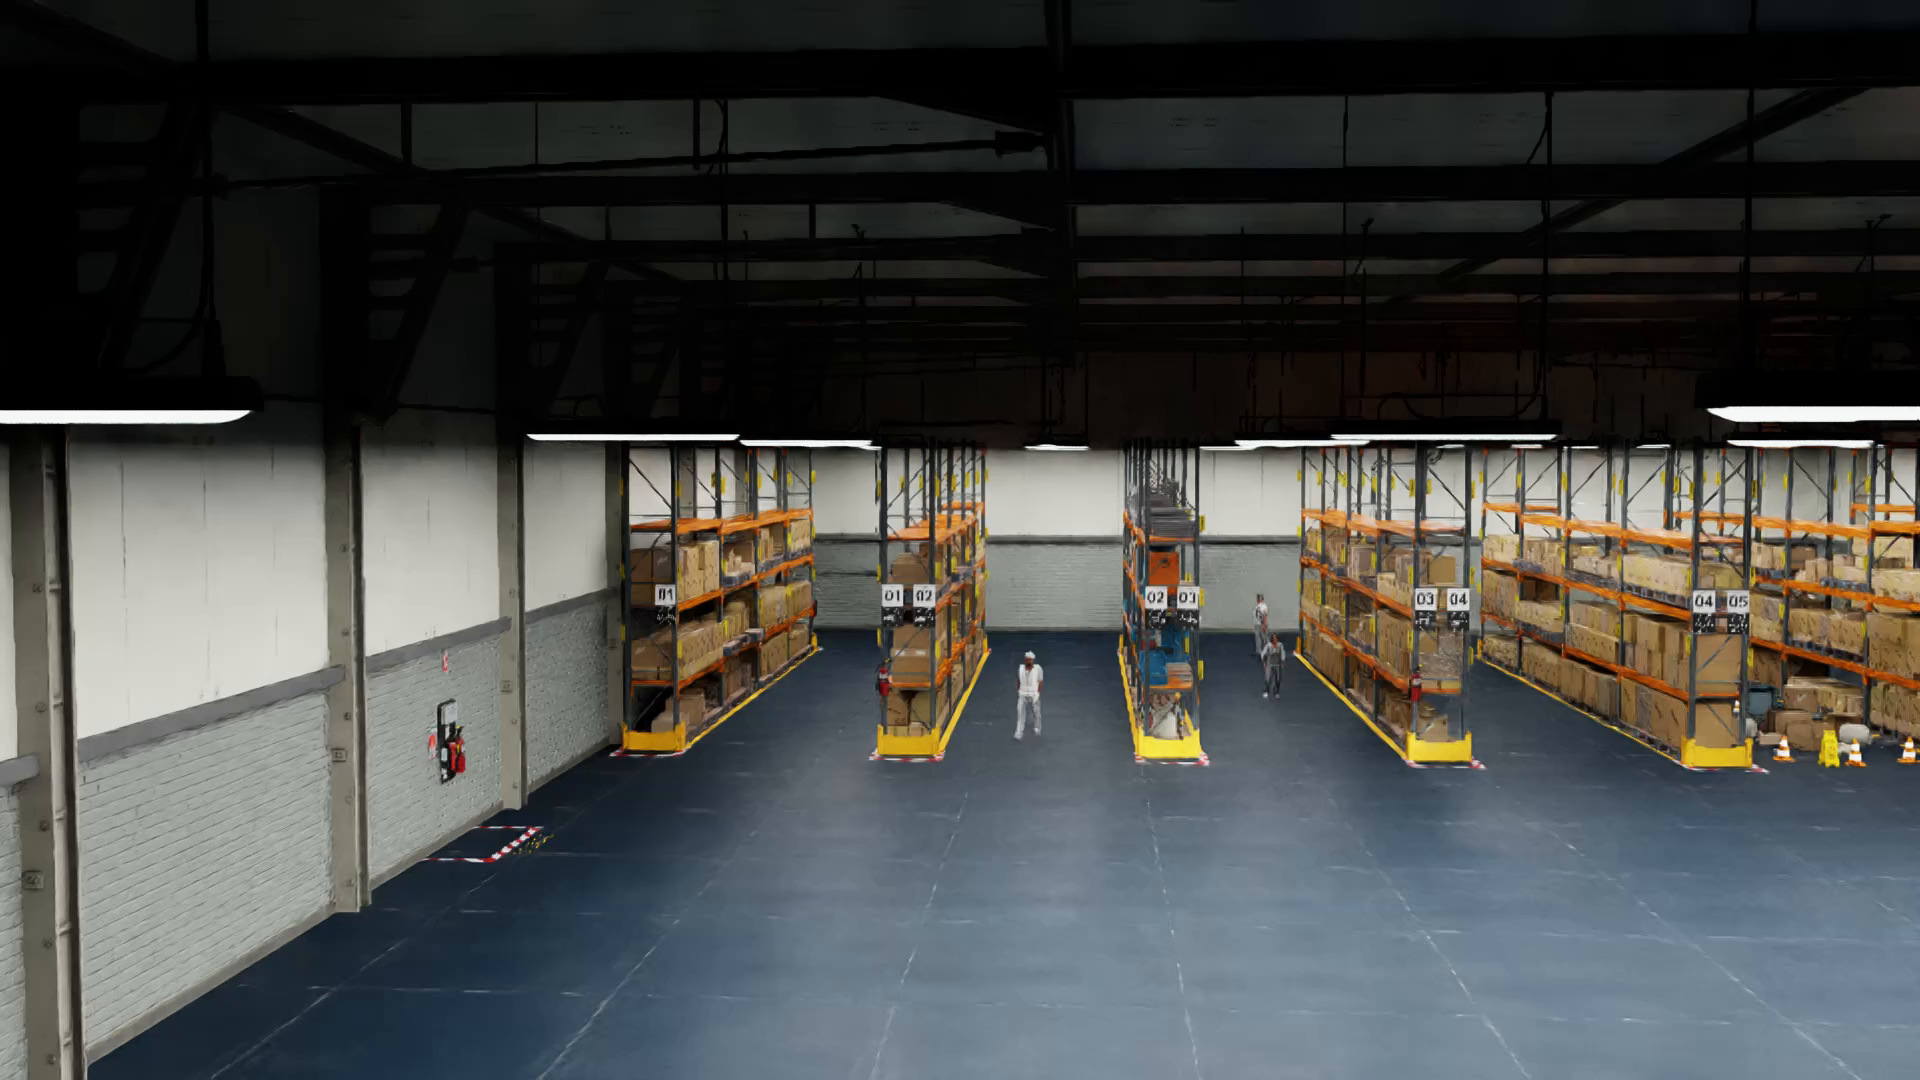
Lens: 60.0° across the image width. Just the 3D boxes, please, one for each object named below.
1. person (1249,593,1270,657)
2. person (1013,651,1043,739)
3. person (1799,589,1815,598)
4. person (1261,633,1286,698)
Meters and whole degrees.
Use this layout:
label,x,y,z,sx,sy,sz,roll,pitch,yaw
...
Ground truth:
label,x,y,z,sx,sy,sz,roll,pitch,yaw
person,8.399,2.366,46.337,0.520,1.748,0.664,0,3,-6
person,1.390,3.073,33.169,0.554,1.722,1.037,1,3,14
person,25.142,2.195,49.323,0.459,1.760,0.706,-2,4,-30
person,7.248,2.900,38.493,0.566,1.540,0.516,0,3,2
